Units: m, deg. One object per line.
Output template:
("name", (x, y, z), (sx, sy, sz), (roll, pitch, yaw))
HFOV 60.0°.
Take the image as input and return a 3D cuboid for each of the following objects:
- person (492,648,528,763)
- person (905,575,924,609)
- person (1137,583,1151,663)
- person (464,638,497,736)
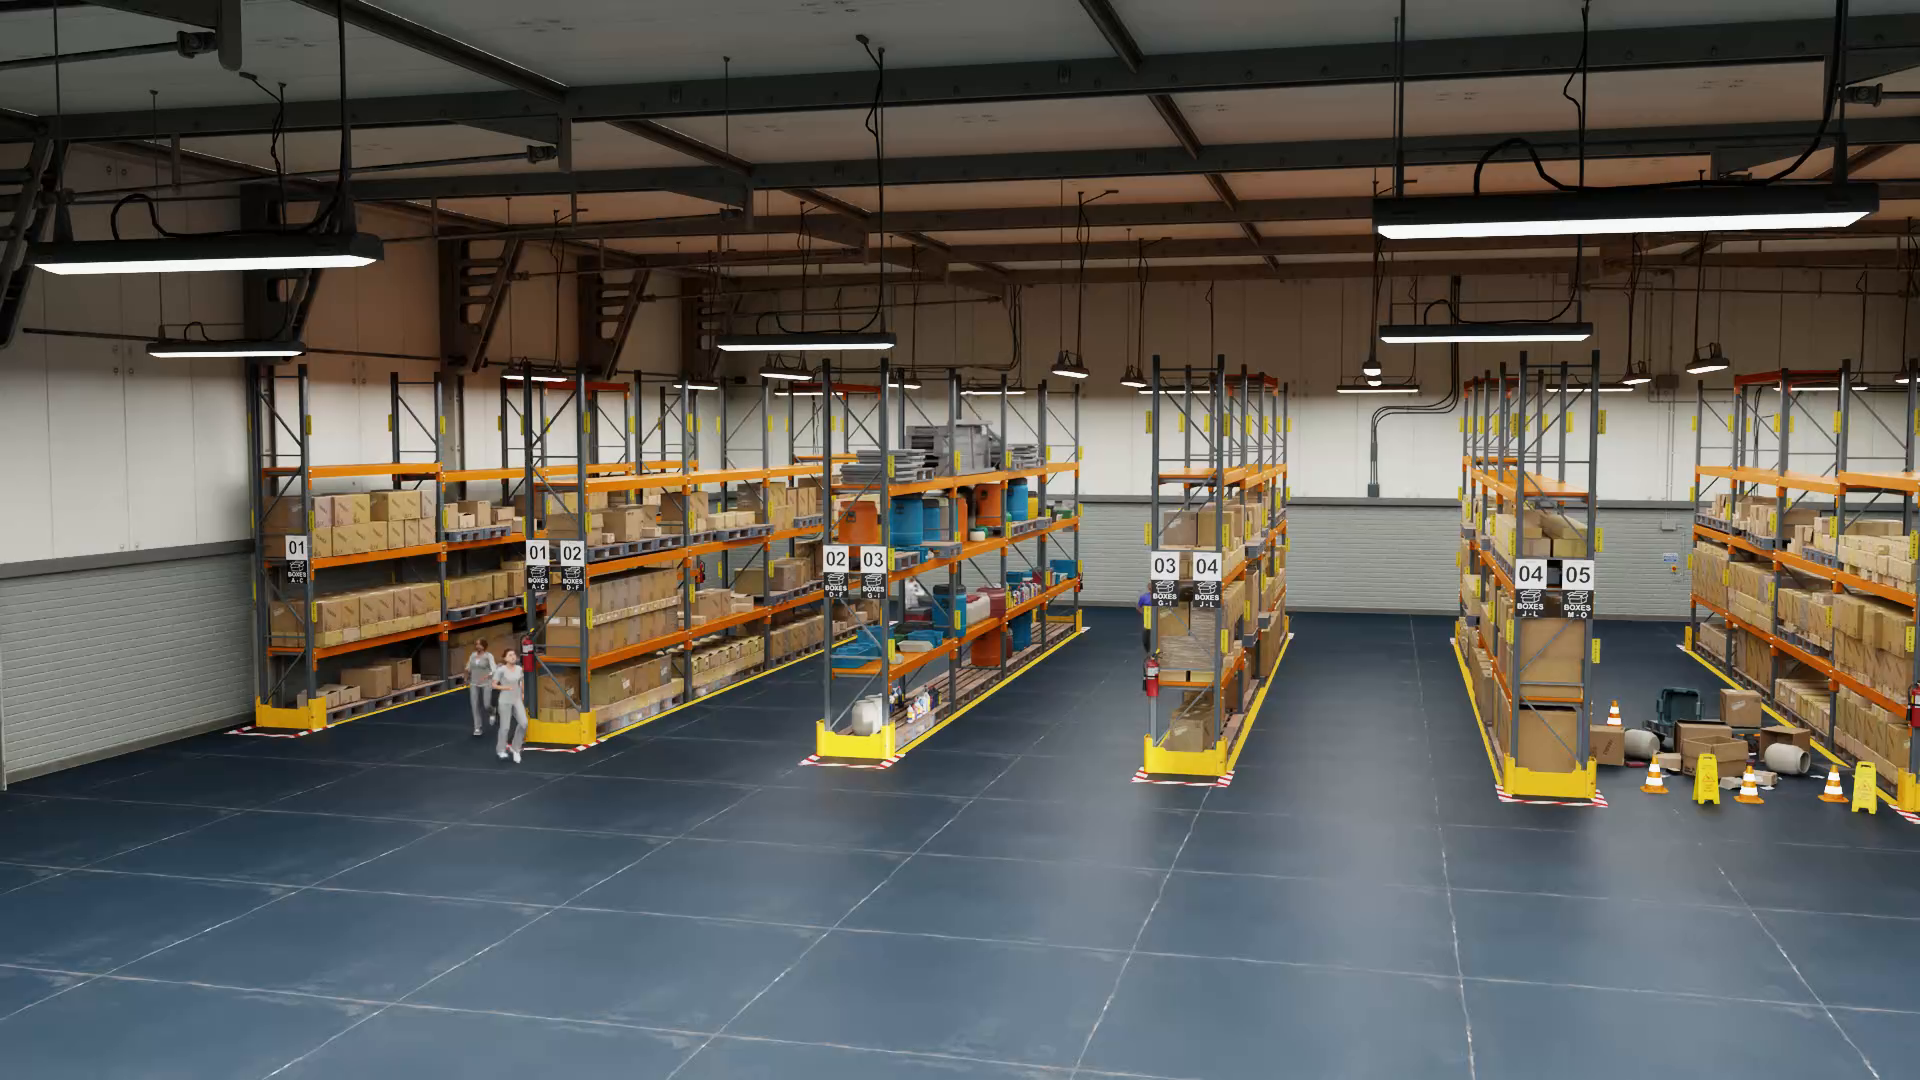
("person", (-6.701, 2.459, 24.808), (0.572, 1.695, 0.624), (-3, 5, -37))
("person", (-1.115, 1.516, 38.163), (0.589, 1.739, 0.808), (0, 4, -1))
("person", (3.817, 1.637, 33.177), (0.578, 1.614, 0.627), (1, 4, 12))
("person", (-7.779, 2.362, 26.970), (0.566, 1.563, 0.707), (0, 4, 5))
